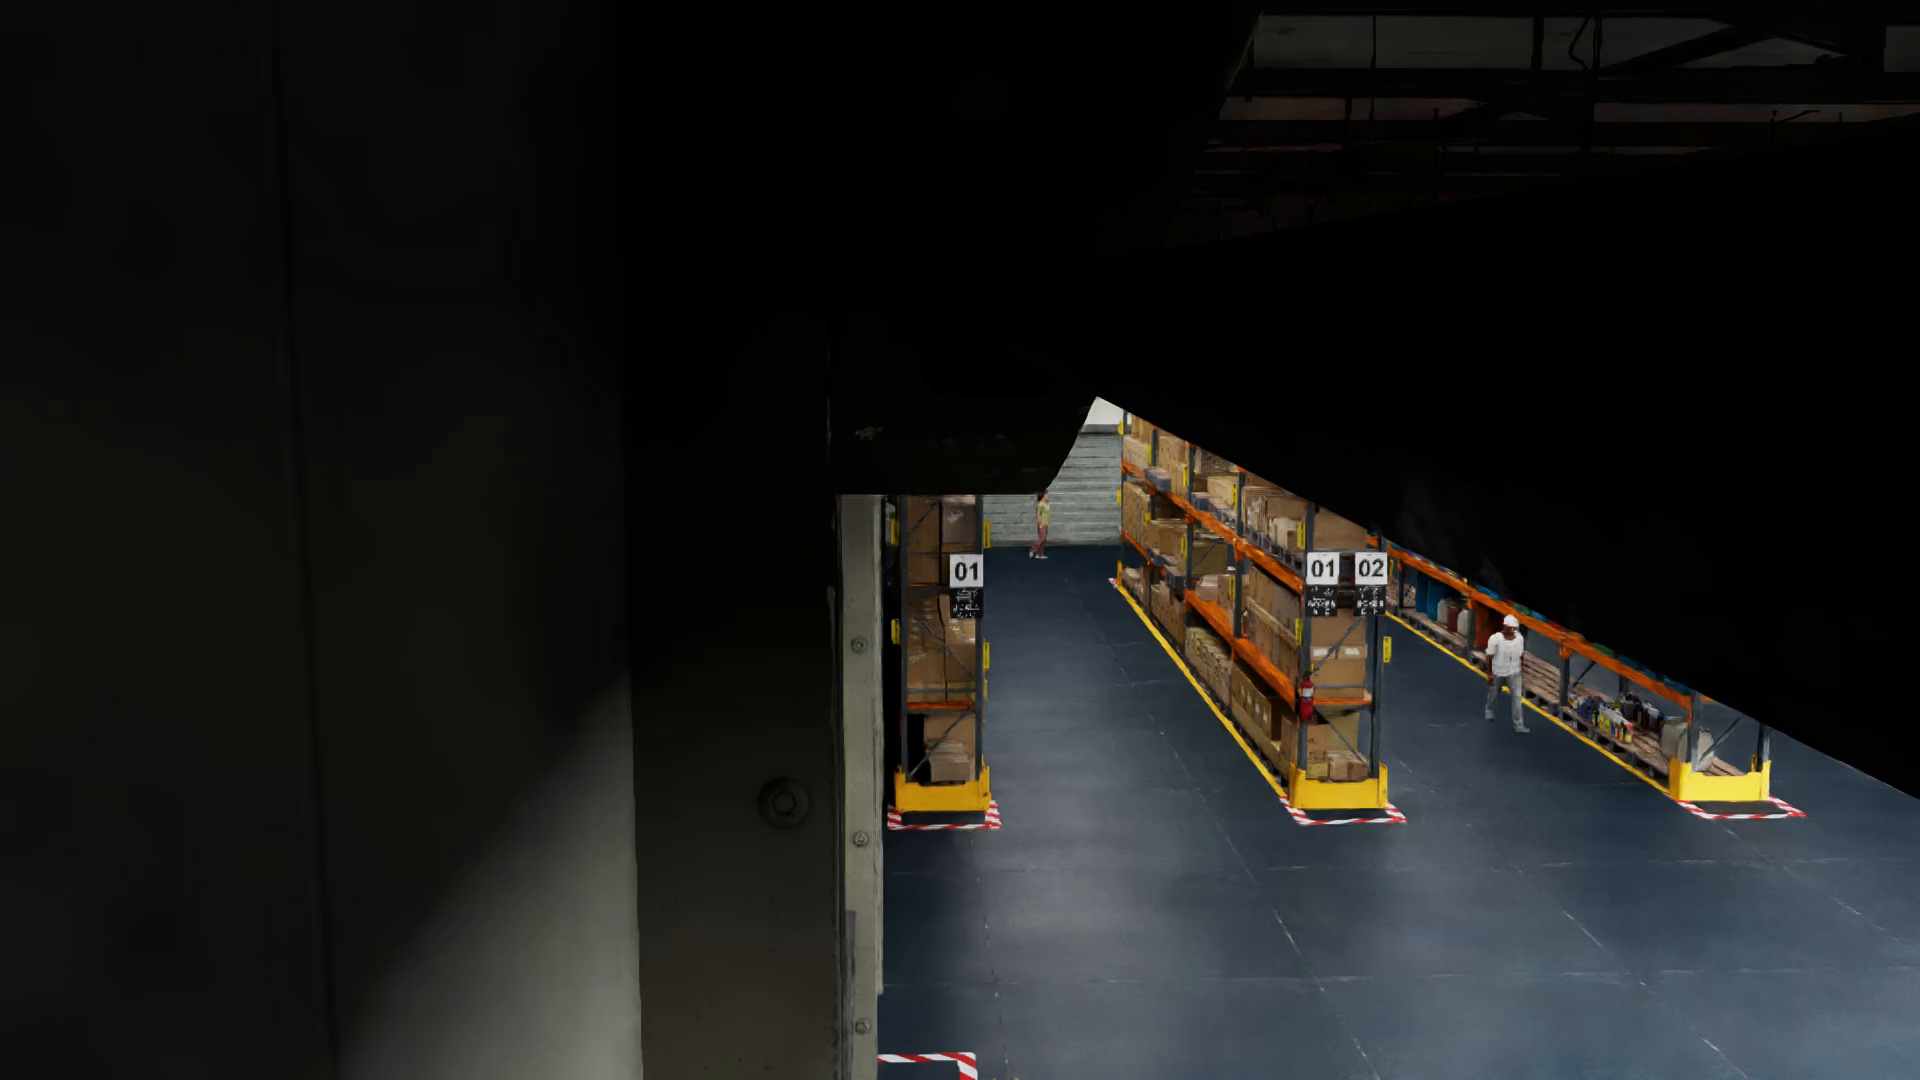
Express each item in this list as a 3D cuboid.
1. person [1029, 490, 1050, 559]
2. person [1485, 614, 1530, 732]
[{"bbox_3d":[1.902,-0.373,39.853,0.437,1.658,0.623,5,10,29],"label":"person"},{"bbox_3d":[7.975,1.915,24.307,0.577,1.687,1.121,0,8,0],"label":"person"}]
